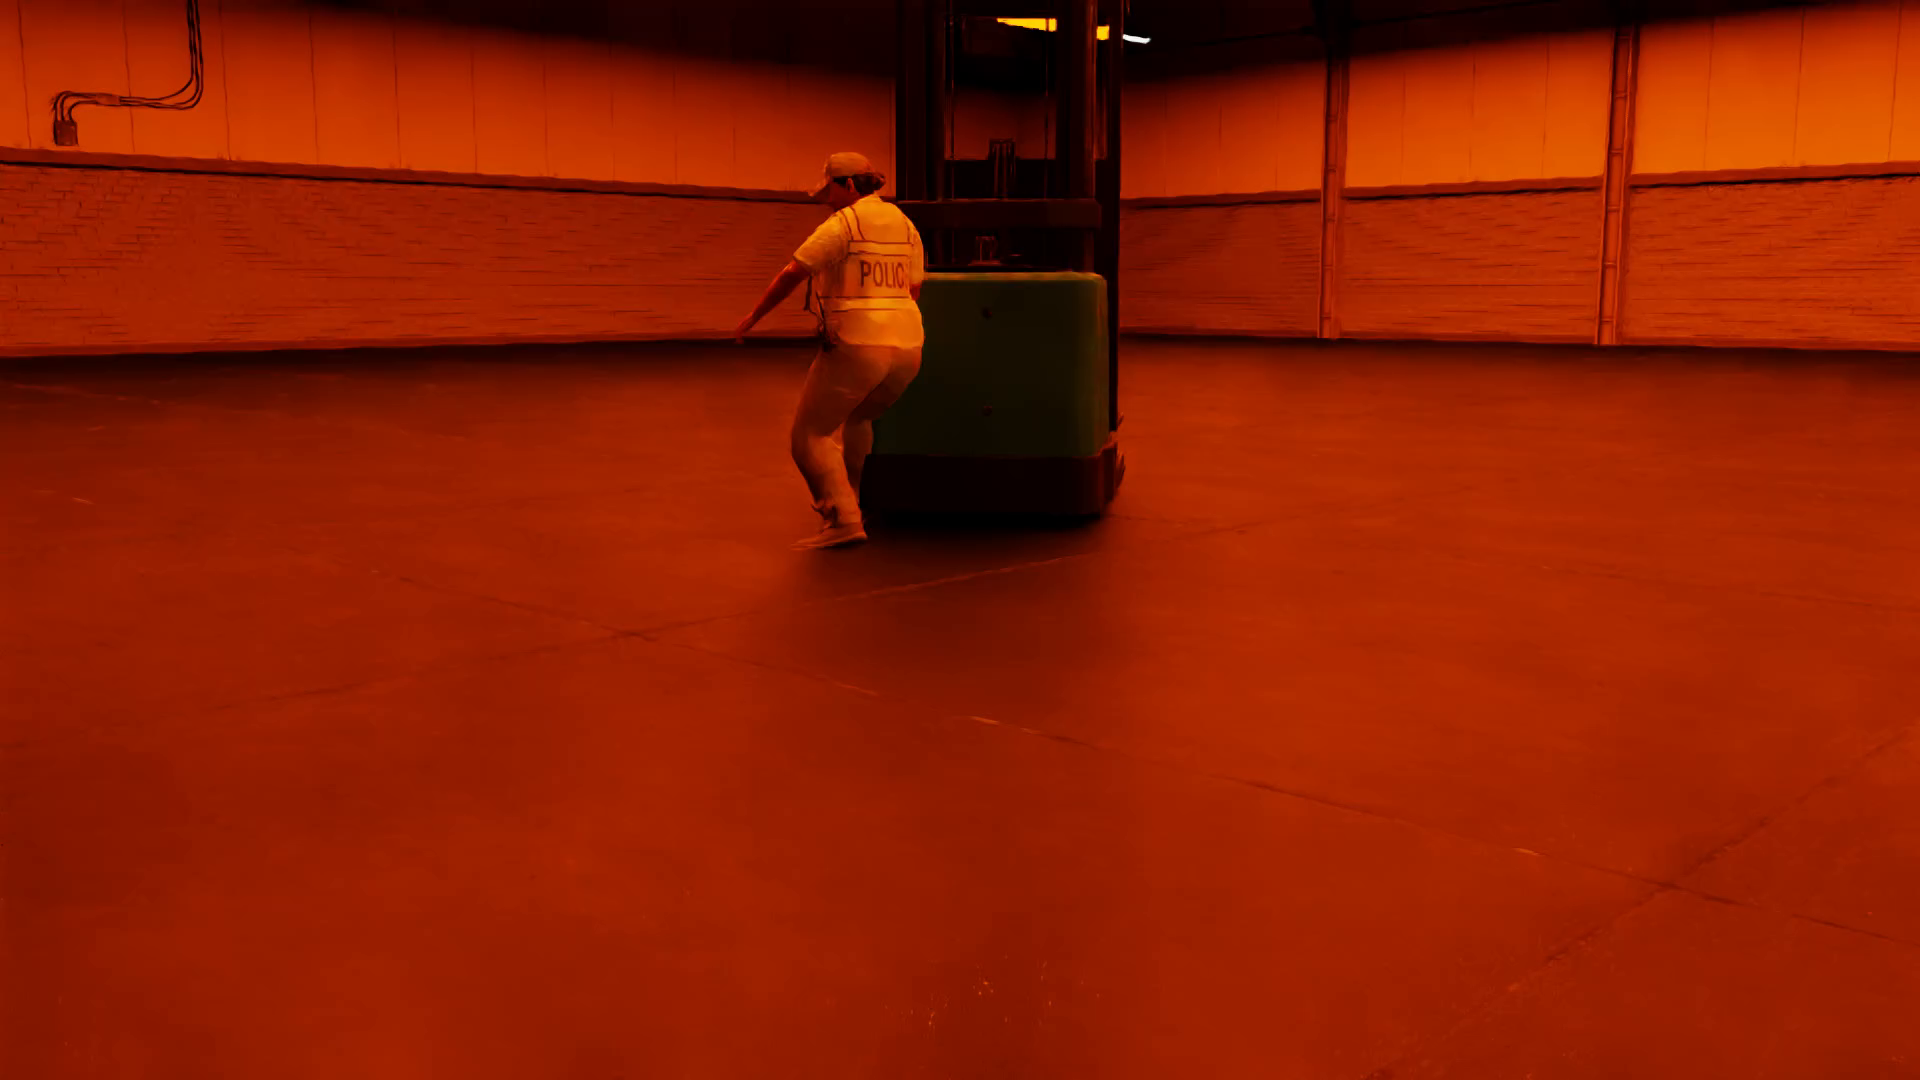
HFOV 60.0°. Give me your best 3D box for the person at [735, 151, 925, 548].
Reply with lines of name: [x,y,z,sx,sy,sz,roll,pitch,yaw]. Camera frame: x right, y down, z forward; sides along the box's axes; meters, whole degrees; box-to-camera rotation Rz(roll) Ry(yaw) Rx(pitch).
person: [-0.514,-0.776,6.829,0.768,1.594,0.764,8,12,44]

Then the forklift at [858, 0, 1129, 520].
forklift: [0.266,-1.718,8.283,1.130,2.935,3.031,1,9,8]
